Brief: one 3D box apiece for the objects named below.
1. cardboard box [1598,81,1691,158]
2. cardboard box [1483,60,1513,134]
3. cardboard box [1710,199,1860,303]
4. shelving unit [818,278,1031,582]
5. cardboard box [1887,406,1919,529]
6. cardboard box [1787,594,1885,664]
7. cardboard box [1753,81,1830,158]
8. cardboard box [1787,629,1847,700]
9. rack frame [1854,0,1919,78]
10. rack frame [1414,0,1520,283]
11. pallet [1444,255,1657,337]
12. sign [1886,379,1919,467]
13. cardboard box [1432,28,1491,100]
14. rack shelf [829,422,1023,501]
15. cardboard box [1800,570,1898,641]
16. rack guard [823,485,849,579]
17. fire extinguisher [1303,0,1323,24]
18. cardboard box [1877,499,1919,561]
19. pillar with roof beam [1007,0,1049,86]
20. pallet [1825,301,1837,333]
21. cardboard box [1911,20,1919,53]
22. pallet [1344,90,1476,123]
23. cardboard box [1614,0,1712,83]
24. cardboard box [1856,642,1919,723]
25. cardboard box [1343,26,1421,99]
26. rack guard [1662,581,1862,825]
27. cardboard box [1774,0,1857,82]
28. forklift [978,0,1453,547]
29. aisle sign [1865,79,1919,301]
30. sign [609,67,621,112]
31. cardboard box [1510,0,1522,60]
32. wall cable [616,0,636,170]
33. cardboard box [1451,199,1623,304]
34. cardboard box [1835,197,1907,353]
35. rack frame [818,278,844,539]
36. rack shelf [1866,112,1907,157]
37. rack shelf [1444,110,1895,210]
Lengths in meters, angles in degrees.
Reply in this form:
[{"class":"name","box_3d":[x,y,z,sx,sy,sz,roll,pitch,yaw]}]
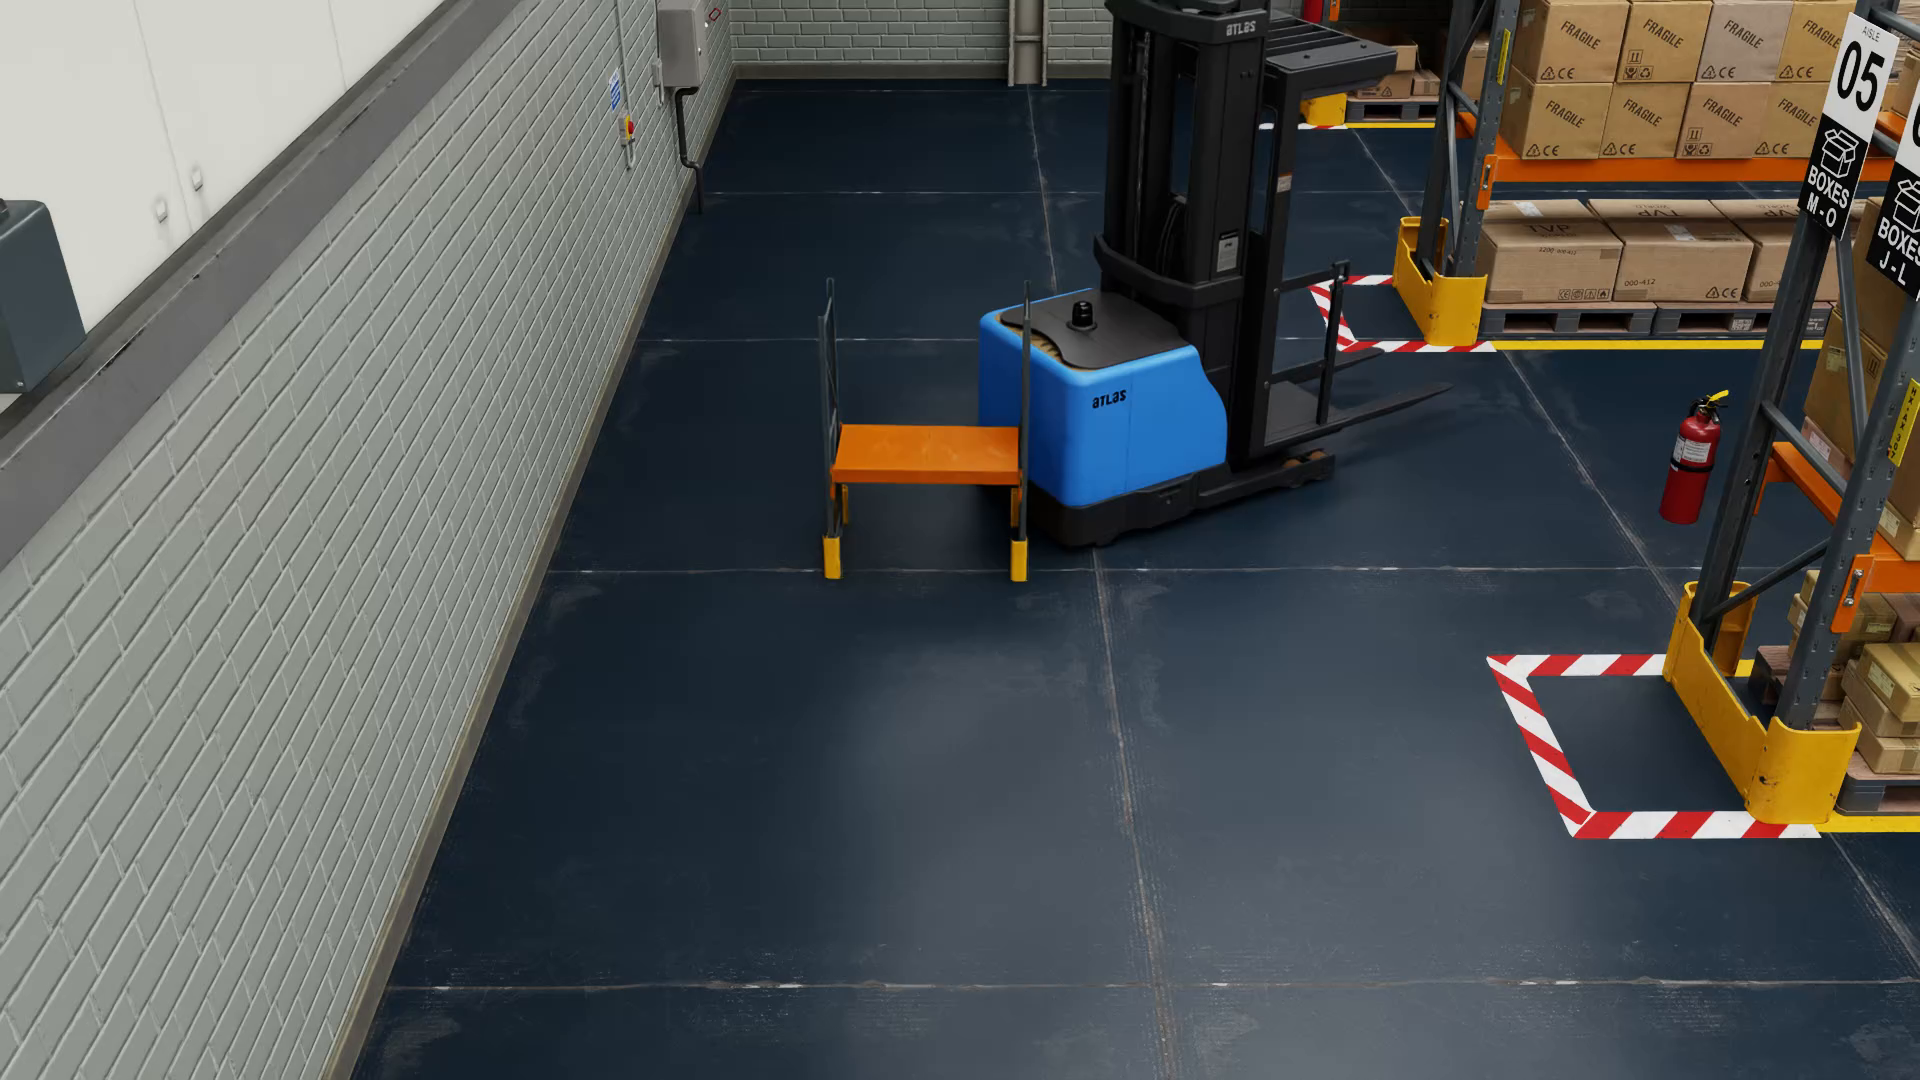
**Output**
[{"class":"cardboard box","box_3d":[4.404,-2.831,10.927,0.500,0.500,0.500,-1,31,-1]},{"class":"cardboard box","box_3d":[3.897,-3.101,11.373,0.500,0.500,0.500,0,31,0]},{"class":"cardboard box","box_3d":[5.892,-2.067,11.829,0.875,0.438,0.875,-1,31,-2]},{"class":"shelving unit","box_3d":[-0.178,-0.575,8.752,1.083,1.500,0.587,1,31,1]},{"class":"cardboard box","box_3d":[3.998,-0.380,6.601,0.500,0.500,0.500,1,31,2]},{"class":"cardboard box","box_3d":[4.073,0.410,7.739,0.250,0.149,0.380,-1,31,-2]},{"class":"cardboard box","box_3d":[5.413,-2.833,10.931,0.500,0.500,0.500,1,31,1]},{"class":"cardboard box","box_3d":[4.072,0.577,7.750,0.250,0.149,0.380,0,31,1]},{"class":"rack frame","box_3d":[3.547,-2.917,5.382,0.127,3.000,1.000,0,31,0]},{"class":"rack frame","box_3d":[3.416,-2.919,11.170,0.127,3.000,1.000,0,31,0]},{"class":"pallet","box_3d":[4.215,-1.770,11.964,1.213,0.211,1.003,0,31,0]},{"class":"sign","box_3d":[3.550,-0.441,6.250,0.005,0.325,0.100,0,31,0]},{"class":"cardboard box","box_3d":[4.850,-4.540,15.846,0.500,0.500,0.700,1,31,2]},{"class":"rack shelf","box_3d":[-0.169,-0.421,8.845,1.000,0.185,0.538,1,31,1]},{"class":"cardboard box","box_3d":[4.075,0.300,7.634,0.250,0.149,0.380,0,31,0]},{"class":"rack guard","box_3d":[-0.676,-0.048,9.089,0.087,0.250,0.587,1,31,1]},{"class":"fire extinguisher","box_3d":[3.238,-5.061,15.134,0.183,0.674,0.296,0,31,0]},{"class":"cardboard box","box_3d":[3.873,-0.076,6.725,0.250,0.149,0.380,0,31,-1]},{"class":"pillar with roof beam","box_3d":[0.707,-6.285,10.933,0.400,9.000,9.100,0,31,0]},{"class":"pallet","box_3d":[6.655,-1.778,11.977,1.213,0.211,1.003,0,31,0]},{"class":"cardboard box","box_3d":[4.006,-1.917,6.289,0.500,0.250,0.500,-1,31,-2]},{"class":"pallet","box_3d":[4.256,-4.305,16.142,1.213,0.211,1.003,0,31,0]},{"class":"cardboard box","box_3d":[4.414,-3.249,10.652,0.500,0.500,0.500,-1,31,-2]},{"class":"cardboard box","box_3d":[4.073,0.608,7.127,0.250,0.149,0.380,-2,31,-3]},{"class":"cardboard box","box_3d":[3.995,-4.559,15.874,0.637,0.503,0.797,-1,31,-2]},{"class":"rack guard","box_3d":[3.623,0.716,7.587,0.348,0.500,1.175,0,31,0]},{"class":"cardboard box","box_3d":[5.428,-3.256,10.665,0.500,0.500,0.500,0,31,0]},{"class":"forklift","box_3d":[1.620,-1.773,9.347,3.031,2.935,1.130,-17,35,-26]},{"class":"aisle sign","box_3d":[3.476,-1.308,6.007,0.004,0.787,0.394,0,31,0]},{"class":"sign","box_3d":[-2.283,-2.980,11.009,0.001,0.218,0.327,0,31,0]},{"class":"cardboard box","box_3d":[3.897,-3.515,11.091,0.500,0.500,0.500,1,31,1]},{"class":"wall cable","box_3d":[-2.222,-3.337,10.849,0.123,1.953,0.585,0,31,0]},{"class":"cardboard box","box_3d":[4.076,-2.057,11.814,0.875,0.438,0.875,-1,31,-2]},{"class":"cardboard box","box_3d":[4.003,-1.080,6.791,0.500,0.500,0.500,-1,31,-1]},{"class":"rack frame","box_3d":[-0.677,-0.583,8.765,0.032,1.500,0.500,1,31,1]},{"class":"rack shelf","box_3d":[5.547,-1.333,6.357,4.000,0.370,1.077,0,31,0]},{"class":"rack shelf","box_3d":[5.416,-2.618,11.367,4.000,0.370,1.077,0,31,0]}]
